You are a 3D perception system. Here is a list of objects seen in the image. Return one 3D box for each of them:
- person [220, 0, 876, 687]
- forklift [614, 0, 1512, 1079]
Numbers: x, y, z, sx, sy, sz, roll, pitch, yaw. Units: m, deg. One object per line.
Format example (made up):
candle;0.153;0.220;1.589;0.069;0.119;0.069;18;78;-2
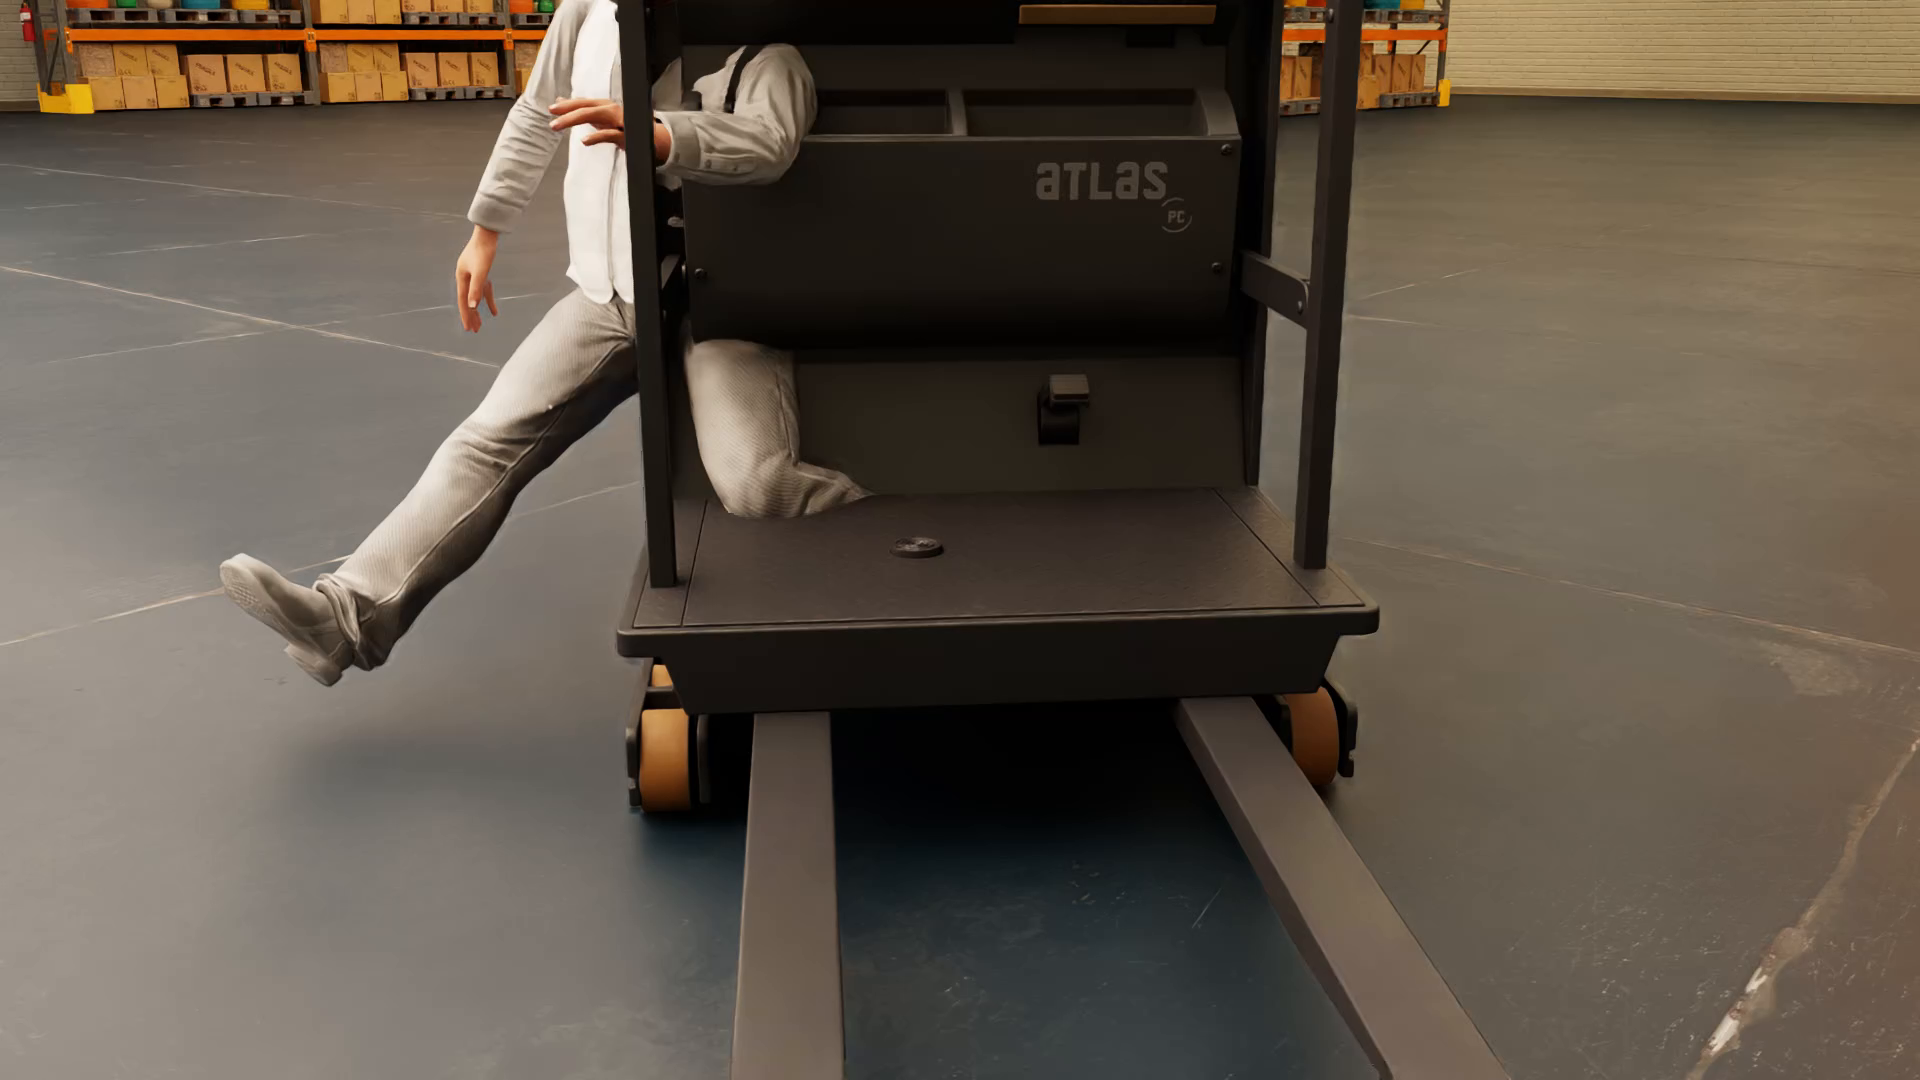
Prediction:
person;-0.578;-0.458;2.773;0.977;1.402;1.077;11;20;32
forklift;0.023;-1.083;2.464;1.130;2.935;3.031;-2;17;-5
